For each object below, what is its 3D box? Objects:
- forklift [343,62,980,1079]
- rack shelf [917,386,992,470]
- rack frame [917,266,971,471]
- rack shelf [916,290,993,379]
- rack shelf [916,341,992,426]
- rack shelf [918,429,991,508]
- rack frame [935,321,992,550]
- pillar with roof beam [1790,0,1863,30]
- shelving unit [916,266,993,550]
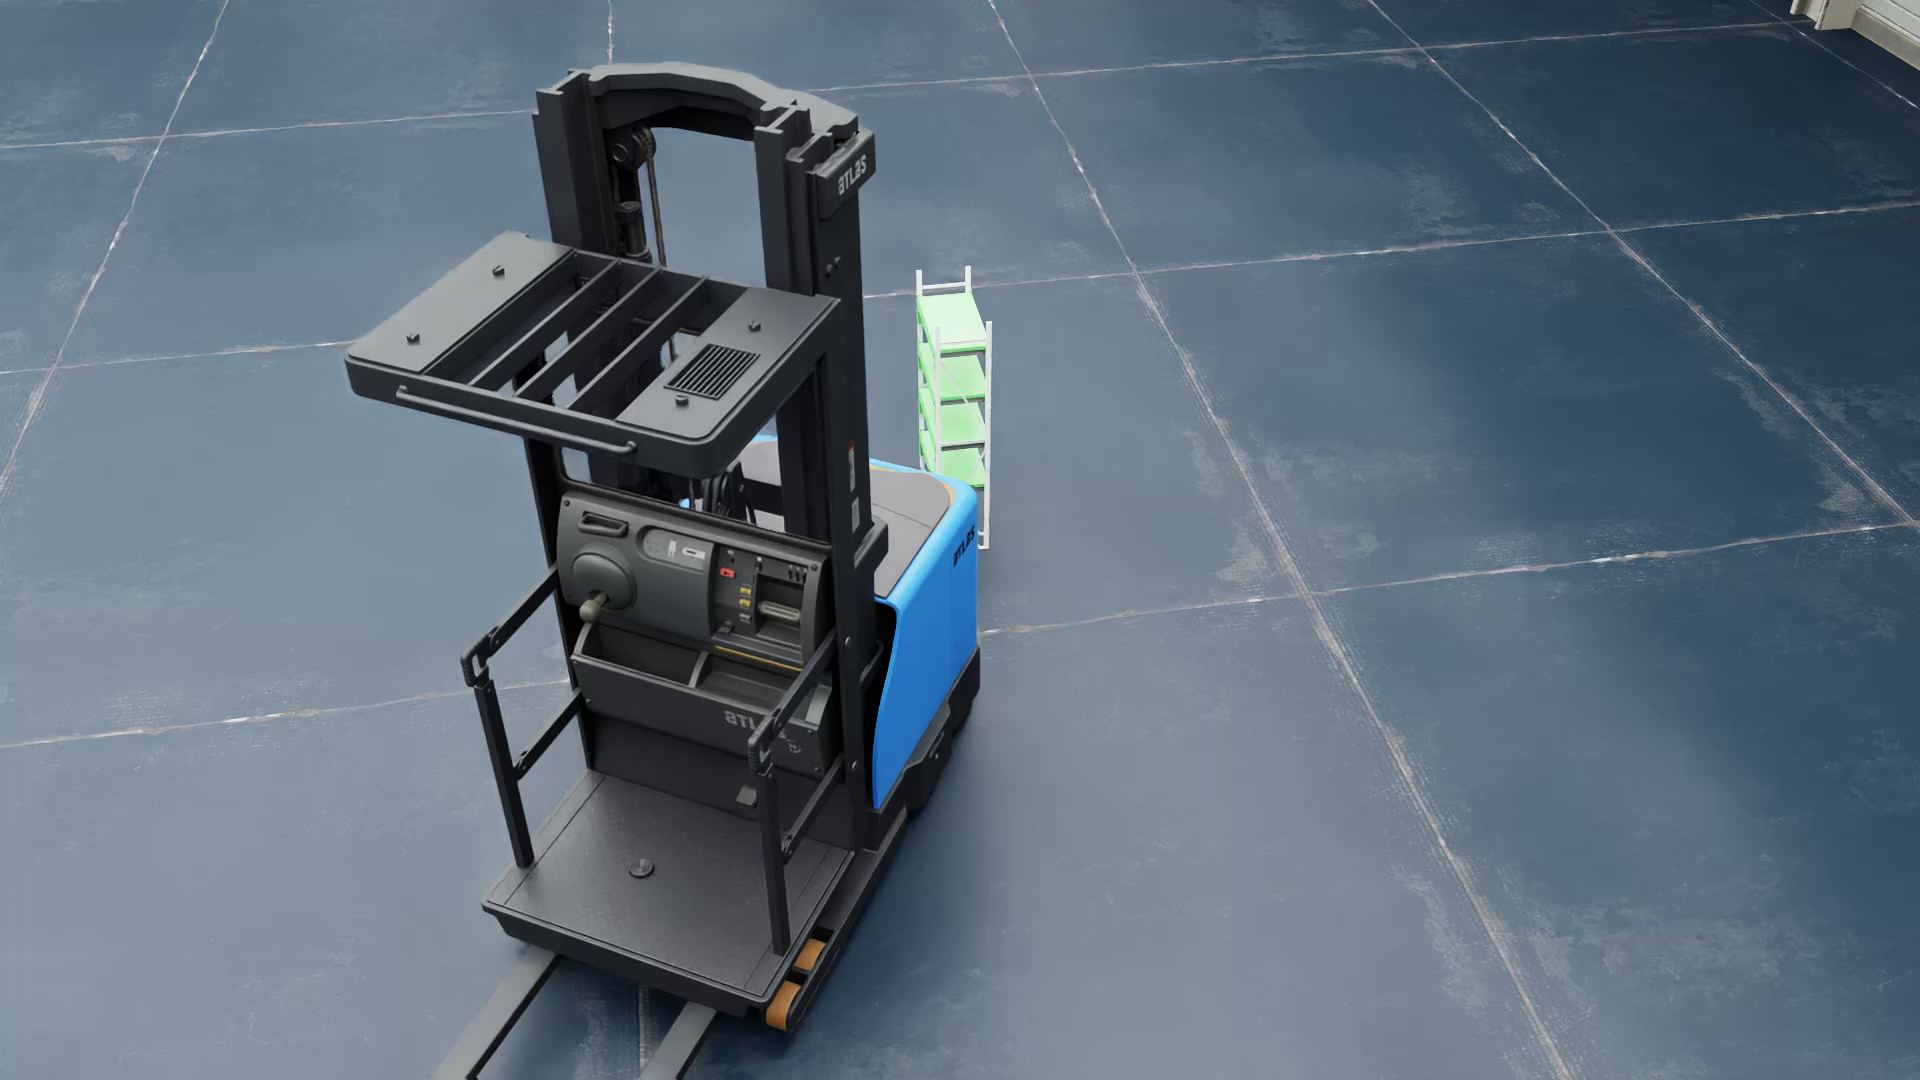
[{"bbox_3d":[-0.940,0.201,5.102,1.130,2.935,3.031,14,40,17],"label":"forklift"},{"bbox_3d":[-0.029,-0.523,7.550,0.258,0.148,0.480,-6,38,-8],"label":"rack shelf"},{"bbox_3d":[-0.072,-0.721,7.700,0.240,1.200,0.015,-6,38,-8],"label":"rack frame"},{"bbox_3d":[-0.029,-0.902,7.255,0.258,0.148,0.480,-6,38,-8],"label":"rack shelf"},{"bbox_3d":[-0.029,-0.713,7.403,0.258,0.148,0.480,-6,38,-8],"label":"rack shelf"},{"bbox_3d":[-0.029,-0.334,7.697,0.258,0.148,0.480,-6,38,-8],"label":"rack shelf"},{"bbox_3d":[0.014,-0.426,7.321,0.240,1.200,0.015,-6,38,-8],"label":"rack frame"},{"bbox_3d":[2.487,-7.152,9.621,9.100,9.000,0.400,-6,38,-8],"label":"pillar with roof beam"},{"bbox_3d":[-0.029,-0.574,7.511,0.258,1.200,0.503,-6,38,-8],"label":"shelving unit"}]
